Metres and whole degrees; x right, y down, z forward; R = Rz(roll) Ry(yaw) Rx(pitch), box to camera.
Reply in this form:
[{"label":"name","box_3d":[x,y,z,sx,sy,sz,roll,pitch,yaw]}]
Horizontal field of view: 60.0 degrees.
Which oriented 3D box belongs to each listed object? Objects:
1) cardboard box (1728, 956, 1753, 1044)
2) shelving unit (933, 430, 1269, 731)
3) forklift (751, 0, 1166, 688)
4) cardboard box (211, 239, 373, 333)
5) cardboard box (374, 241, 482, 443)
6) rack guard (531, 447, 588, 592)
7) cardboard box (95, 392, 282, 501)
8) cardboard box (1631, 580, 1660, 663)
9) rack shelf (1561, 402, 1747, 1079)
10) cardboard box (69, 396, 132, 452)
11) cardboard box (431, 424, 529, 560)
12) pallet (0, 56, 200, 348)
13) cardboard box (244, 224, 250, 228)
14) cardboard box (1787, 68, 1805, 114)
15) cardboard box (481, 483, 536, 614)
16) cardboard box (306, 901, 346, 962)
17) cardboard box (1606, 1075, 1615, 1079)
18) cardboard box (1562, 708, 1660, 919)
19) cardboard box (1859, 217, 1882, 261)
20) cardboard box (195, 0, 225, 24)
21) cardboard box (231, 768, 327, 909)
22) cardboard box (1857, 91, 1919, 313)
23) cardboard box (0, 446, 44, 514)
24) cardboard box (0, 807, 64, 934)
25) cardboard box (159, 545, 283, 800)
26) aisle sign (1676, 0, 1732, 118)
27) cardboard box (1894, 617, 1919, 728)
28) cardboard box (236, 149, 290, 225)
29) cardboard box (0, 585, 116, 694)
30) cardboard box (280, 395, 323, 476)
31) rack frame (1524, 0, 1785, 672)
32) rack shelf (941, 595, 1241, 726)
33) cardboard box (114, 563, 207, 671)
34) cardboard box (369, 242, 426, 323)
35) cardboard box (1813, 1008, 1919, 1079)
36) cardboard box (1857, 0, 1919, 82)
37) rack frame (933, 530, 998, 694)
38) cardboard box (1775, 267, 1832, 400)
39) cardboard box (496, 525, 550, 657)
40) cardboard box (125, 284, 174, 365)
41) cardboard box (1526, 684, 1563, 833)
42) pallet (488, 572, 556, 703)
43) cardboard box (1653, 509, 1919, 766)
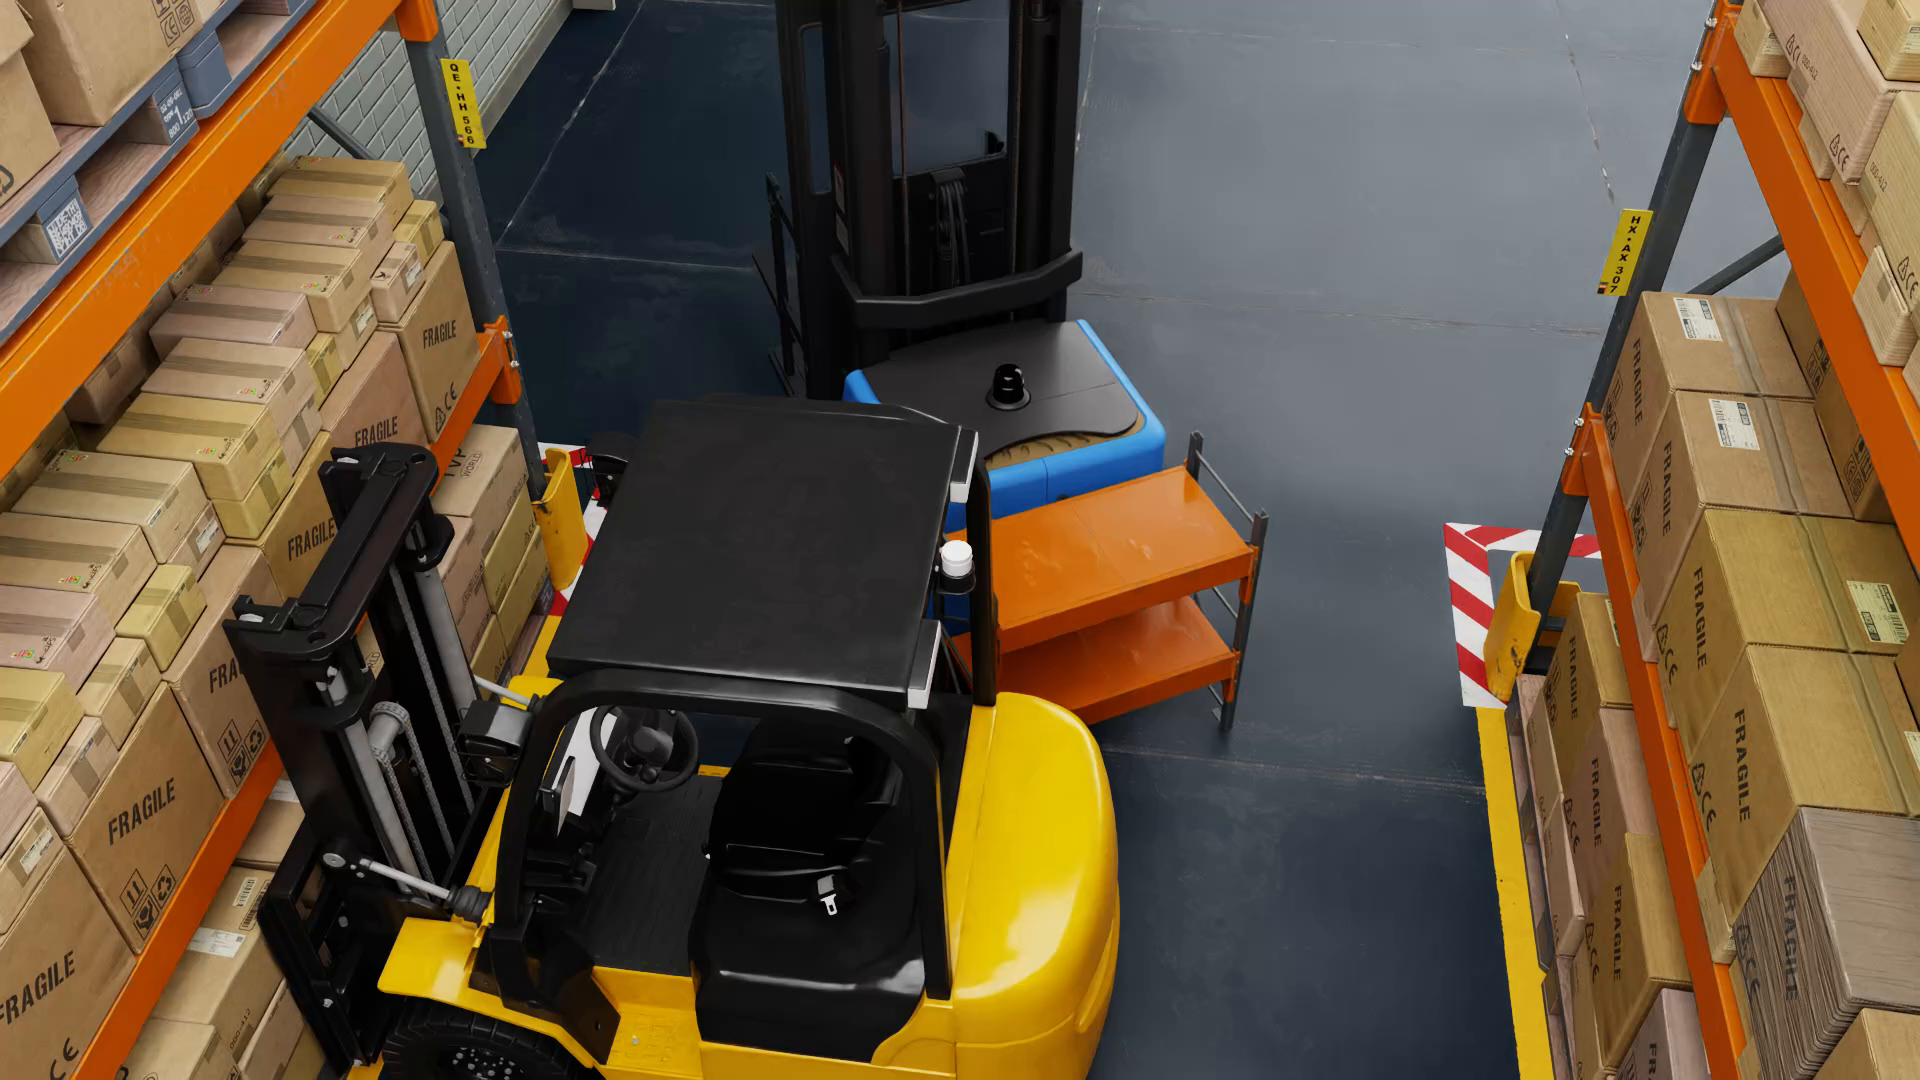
[{"label":"cardboard box","box_3d":[2.115,1.135,4.053,0.380,0.149,0.250,5,44,5]},{"label":"shelving unit","box_3d":[0.480,0.310,6.103,1.048,1.125,0.538,-16,46,-17]},{"label":"forklift","box_3d":[-0.215,-1.511,6.714,1.130,2.935,3.031,-15,45,-15]},{"label":"cardboard box","box_3d":[-2.059,-0.785,5.137,0.380,0.149,0.250,6,44,6]},{"label":"cardboard box","box_3d":[-2.016,-0.697,5.732,0.500,0.500,0.500,4,44,5]},{"label":"rack guard","box_3d":[-2.208,-0.129,7.023,1.175,0.500,0.348,5,44,6]},{"label":"cardboard box","box_3d":[-2.119,-0.258,4.580,0.380,0.149,0.250,6,44,6]},{"label":"cardboard box","box_3d":[2.245,0.248,4.989,0.380,0.149,0.250,6,44,6]},{"label":"rack shelf","box_3d":[2.445,1.053,4.480,1.077,0.370,4.000,5,44,6]},{"label":"cardboard box","box_3d":[-2.721,-0.398,4.944,0.380,0.149,0.250,6,44,6]},{"label":"cardboard box","box_3d":[-1.963,-0.195,6.242,0.500,0.250,0.500,7,44,7]},{"label":"pallet","box_3d":[-2.489,-0.764,3.758,1.003,0.211,1.213,5,44,6]},{"label":"cardboard box","box_3d":[-2.513,-1.085,5.669,0.380,0.149,0.250,4,44,4]},{"label":"cardboard box","box_3d":[2.398,-1.186,4.322,0.380,0.149,0.250,4,44,4]},{"label":"cardboard box","box_3d":[-1.966,0.004,6.395,0.500,0.250,0.500,5,44,5]},{"label":"cardboard box","box_3d":[-2.160,1.040,5.301,0.500,0.250,0.500,5,44,5]},{"label":"cardboard box","box_3d":[2.125,1.863,4.795,0.500,0.250,0.500,6,44,6]},{"label":"cardboard box","box_3d":[2.261,0.900,5.267,0.500,0.500,0.500,4,44,4]},{"label":"cardboard box","box_3d":[2.289,-0.656,3.763,0.380,0.149,0.250,4,44,4]},{"label":"cardboard box","box_3d":[-2.053,-1.484,4.174,0.396,0.266,0.258,5,44,6]},{"label":"cardboard box","box_3d":[-2.156,0.843,5.145,0.500,0.250,0.500,4,44,5]},{"label":"cardboard box","box_3d":[2.259,-0.699,3.518,0.500,0.250,0.500,6,44,7]},{"label":"cardboard box","box_3d":[-2.700,-0.139,4.454,0.380,0.149,0.250,5,44,6]},{"label":"cardboard box","box_3d":[-2.292,0.722,3.761,0.380,0.149,0.250,6,44,6]},{"label":"cardboard box","box_3d":[-2.217,0.348,4.628,0.500,0.500,0.500,6,44,6]},{"label":"aisle sign","box_3d":[2.410,-1.586,4.853,0.394,0.787,0.004,5,44,6]},{"label":"cardboard box","box_3d":[2.615,0.317,3.717,0.700,0.500,0.500,5,44,5]},{"label":"cardboard box","box_3d":[-2.467,-1.191,5.565,0.380,0.149,0.250,4,44,5]},{"label":"cardboard box","box_3d":[-2.312,0.251,4.043,0.380,0.149,0.250,5,44,5]},{"label":"cardboard box","box_3d":[-2.111,-0.328,4.870,0.380,0.149,0.250,4,44,4]},{"label":"rack frame","box_3d":[2.709,-0.572,5.672,1.000,3.000,0.127,5,44,6]},{"label":"rack shelf","box_3d":[0.480,0.487,6.272,1.000,0.278,0.538,-16,46,-17]},{"label":"cardboard box","box_3d":[-2.213,0.189,4.325,0.380,0.149,0.250,4,44,5]},{"label":"cardboard box","box_3d":[-1.984,-0.853,5.425,0.380,0.149,0.250,6,44,6]},{"label":"cardboard box","box_3d":[2.054,1.333,3.371,0.500,0.500,0.500,7,44,7]},{"label":"cardboard box","box_3d":[2.241,-1.133,3.686,0.380,0.149,0.250,5,44,5]},{"label":"rack frame","box_3d":[0.013,0.448,5.958,0.032,1.125,0.500,-16,46,-17]},{"label":"cardboard box","box_3d":[2.858,-0.711,4.803,0.700,0.500,0.500,4,44,4]},{"label":"cardboard box","box_3d":[-1.960,0.175,6.578,0.500,0.250,0.500,6,44,6]},{"label":"cardboard box","box_3d":[-2.604,-0.667,5.012,0.380,0.149,0.250,5,44,6]},{"label":"cardboard box","box_3d":[2.329,0.799,5.919,0.500,0.250,0.500,5,44,5]},{"label":"pallet","box_3d":[-2.271,0.517,6.550,1.003,0.211,1.213,5,44,6]},{"label":"cardboard box","box_3d":[2.240,0.282,4.481,0.500,0.500,0.500,4,44,5]}]
